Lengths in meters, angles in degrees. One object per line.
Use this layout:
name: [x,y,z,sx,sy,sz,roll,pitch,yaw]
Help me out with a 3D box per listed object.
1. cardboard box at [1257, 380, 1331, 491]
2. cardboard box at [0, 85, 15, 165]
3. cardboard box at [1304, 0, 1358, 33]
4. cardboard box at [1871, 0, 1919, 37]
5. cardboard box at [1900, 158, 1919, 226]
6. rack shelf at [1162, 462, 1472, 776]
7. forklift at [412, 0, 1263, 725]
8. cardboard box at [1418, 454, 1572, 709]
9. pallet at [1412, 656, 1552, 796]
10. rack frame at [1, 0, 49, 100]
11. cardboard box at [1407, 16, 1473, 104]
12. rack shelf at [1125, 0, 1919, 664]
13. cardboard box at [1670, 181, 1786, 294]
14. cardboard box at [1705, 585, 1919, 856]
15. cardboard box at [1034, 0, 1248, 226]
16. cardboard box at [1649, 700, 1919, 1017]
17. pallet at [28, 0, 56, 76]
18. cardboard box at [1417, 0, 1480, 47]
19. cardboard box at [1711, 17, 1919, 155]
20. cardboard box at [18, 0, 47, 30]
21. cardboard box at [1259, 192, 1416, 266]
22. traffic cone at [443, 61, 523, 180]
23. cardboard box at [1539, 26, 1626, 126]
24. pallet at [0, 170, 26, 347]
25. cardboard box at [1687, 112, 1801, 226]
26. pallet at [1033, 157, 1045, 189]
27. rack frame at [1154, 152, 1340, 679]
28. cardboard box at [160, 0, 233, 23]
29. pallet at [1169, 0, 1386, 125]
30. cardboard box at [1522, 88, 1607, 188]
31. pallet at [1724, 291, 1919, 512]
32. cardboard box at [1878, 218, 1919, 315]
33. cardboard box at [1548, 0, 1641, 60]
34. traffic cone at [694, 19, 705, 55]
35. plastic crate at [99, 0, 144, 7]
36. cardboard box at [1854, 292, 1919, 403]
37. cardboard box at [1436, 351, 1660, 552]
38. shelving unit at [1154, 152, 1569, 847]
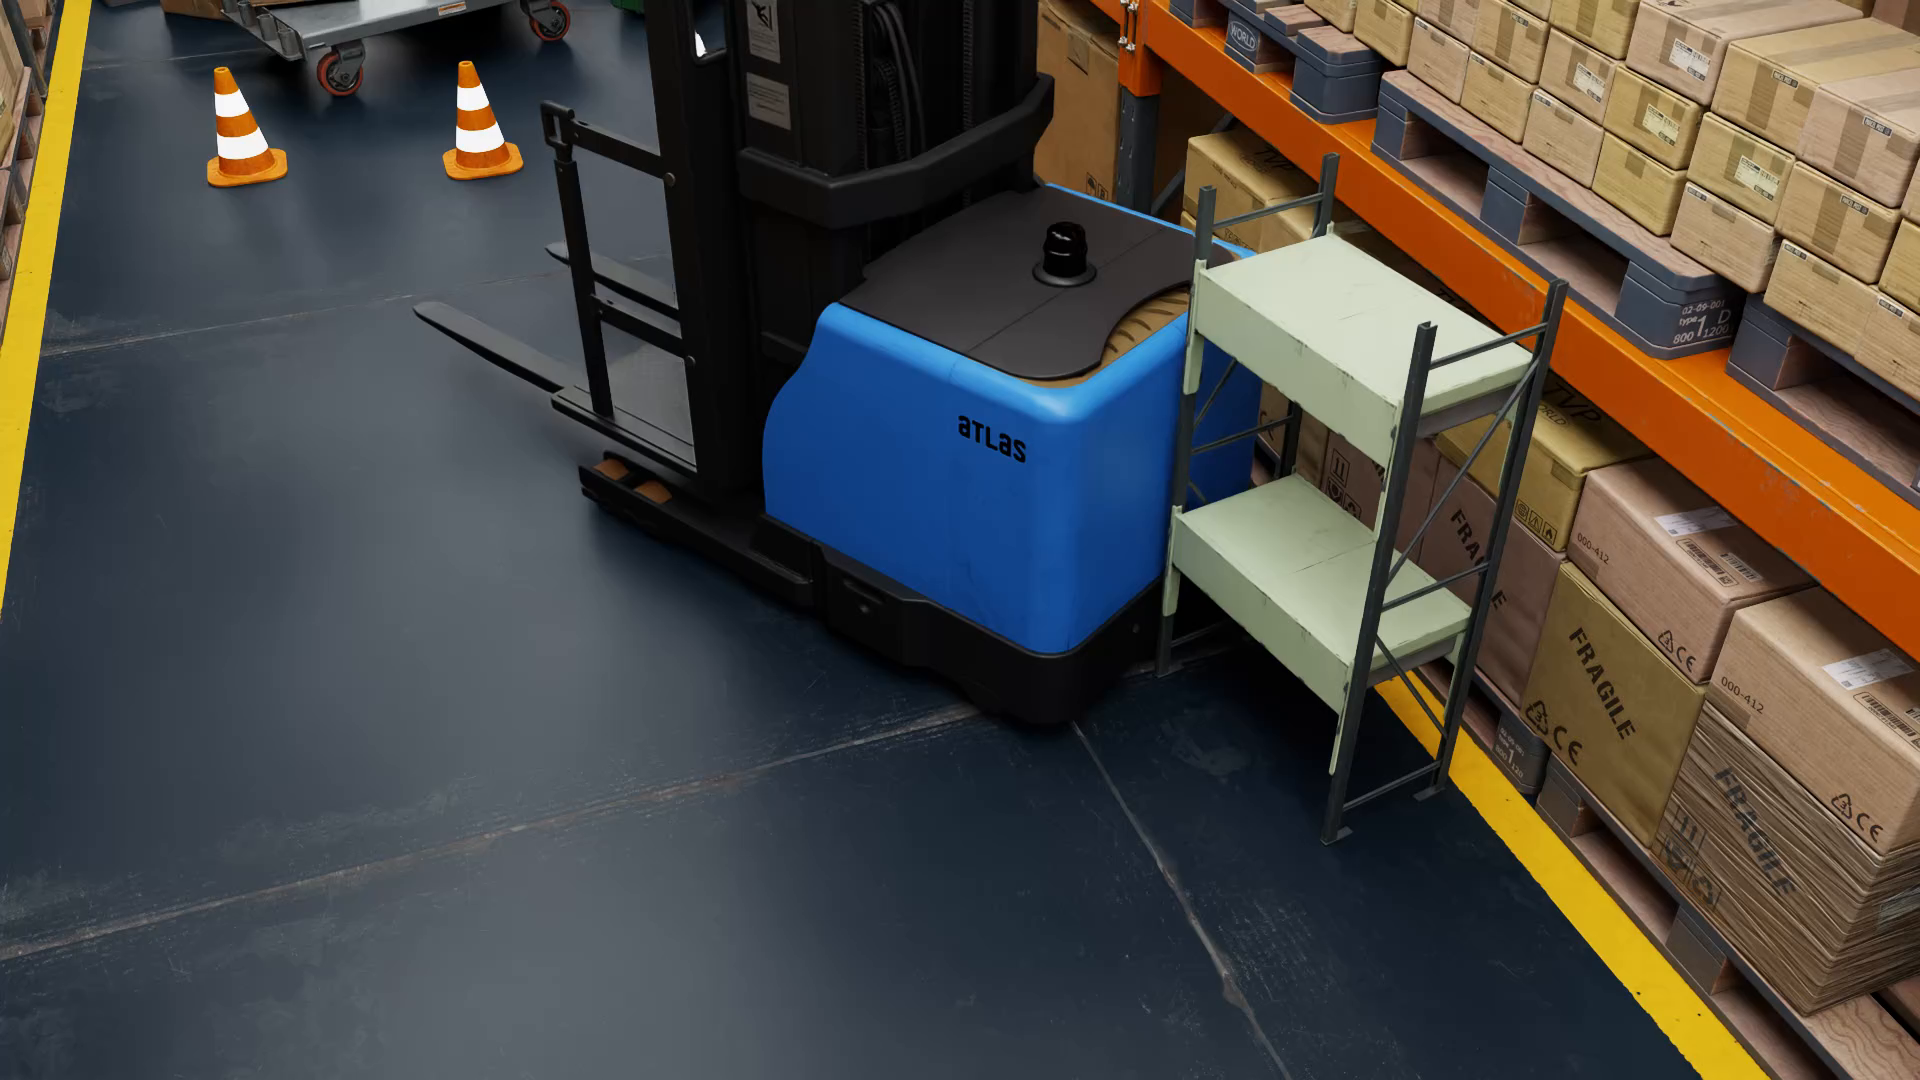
cardboard box: [1.234,-0.529,5.187,0.500,0.500,0.500,-12,39,-15]
cardboard box: [-4.502,-1.690,6.835,0.950,0.372,0.625,-10,38,-13]
cardboard box: [1.204,-1.564,4.693,0.380,0.149,0.250,-11,38,-14]
cardboard box: [2.281,-1.188,3.700,0.380,0.149,0.250,-11,38,-14]
cardboard box: [1.929,-0.625,2.952,0.380,0.149,0.250,-14,39,-17]
rack shelf: [0.913,0.183,4.302,0.431,0.370,0.720,-19,41,-23]
forklift: [-0.592,-1.410,4.686,3.031,2.935,1.130,26,44,30]
cardboard box: [1.591,0.049,4.421,0.500,0.500,0.500,-13,39,-17]
pallet: [1.738,0.149,4.877,1.003,0.211,1.213,-12,39,-16]
rack frame: [-4.935,-3.273,7.102,1.000,3.000,0.127,-12,39,-16]
cardboard box: [1.392,-1.262,4.292,0.380,0.149,0.250,-11,38,-14]
rack shelf: [1.743,-0.678,4.255,1.077,0.370,4.000,-12,39,-16]
cardboard box: [1.747,-0.672,3.508,0.380,0.149,0.250,-14,39,-18]
cardboard box: [1.937,0.327,3.428,0.500,0.250,0.500,-13,39,-17]
cardboard box: [0.929,-1.727,6.570,1.050,0.750,0.750,-13,39,-17]
cardboard box: [1.940,0.629,3.650,0.500,0.500,0.500,-13,39,-17]
pallet: [-5.199,-2.531,8.435,1.003,0.211,1.213,-12,39,-16]
cardboard box: [1.394,-1.380,4.202,0.380,0.149,0.250,-12,39,-16]
cardboard box: [1.757,-0.913,3.334,0.380,0.149,0.250,-14,39,-17]
cardboard box: [-4.885,-2.731,8.319,0.500,0.250,0.500,-14,39,-18]
cardboard box: [1.239,-0.838,4.974,0.500,0.250,0.500,-13,39,-16]
traffic cone: [-2.155,-1.892,7.377,0.336,0.463,0.334,-12,39,-16]
cardboard box: [1.573,-1.088,3.814,0.380,0.149,0.250,-11,38,-14]
pallet: [-4.242,-1.029,6.441,1.003,0.211,1.213,-12,39,-16]
cardboard box: [1.747,-0.796,3.426,0.380,0.149,0.250,-14,39,-18]
pallet: [0.854,-1.442,6.989,1.003,0.211,1.213,-12,39,-16]
rack frame: [0.731,-0.268,4.360,0.400,1.500,0.023,-19,41,-23]
cardboard box: [-4.026,-3.162,9.031,0.500,0.500,0.500,12,39,16]
pallet: [1.400,-1.638,5.091,1.213,0.211,1.003,-12,39,-16]
cardboard box: [1.565,-0.972,3.907,0.380,0.149,0.250,-14,39,-17]
pallet: [2.304,-0.221,3.209,1.003,0.211,1.213,-12,39,-16]
cardboard box: [1.934,-0.495,3.026,0.380,0.149,0.250,-11,38,-14]
cardboard box: [1.568,-1.215,3.735,0.380,0.149,0.250,-13,39,-17]
traffic cone: [-1.278,-2.271,7.881,0.336,0.463,0.334,-12,39,-16]
plastic crate: [-4.705,-3.163,9.383,0.402,0.080,0.583,-27,45,-31]
cardboard box: [1.934,-0.374,3.113,0.380,0.149,0.250,-13,39,-16]
cardboard box: [1.578,-0.261,4.209,0.500,0.250,0.500,-14,39,-18]
shelving unit: [0.913,-0.077,4.106,0.431,1.500,0.755,-19,41,-23]
